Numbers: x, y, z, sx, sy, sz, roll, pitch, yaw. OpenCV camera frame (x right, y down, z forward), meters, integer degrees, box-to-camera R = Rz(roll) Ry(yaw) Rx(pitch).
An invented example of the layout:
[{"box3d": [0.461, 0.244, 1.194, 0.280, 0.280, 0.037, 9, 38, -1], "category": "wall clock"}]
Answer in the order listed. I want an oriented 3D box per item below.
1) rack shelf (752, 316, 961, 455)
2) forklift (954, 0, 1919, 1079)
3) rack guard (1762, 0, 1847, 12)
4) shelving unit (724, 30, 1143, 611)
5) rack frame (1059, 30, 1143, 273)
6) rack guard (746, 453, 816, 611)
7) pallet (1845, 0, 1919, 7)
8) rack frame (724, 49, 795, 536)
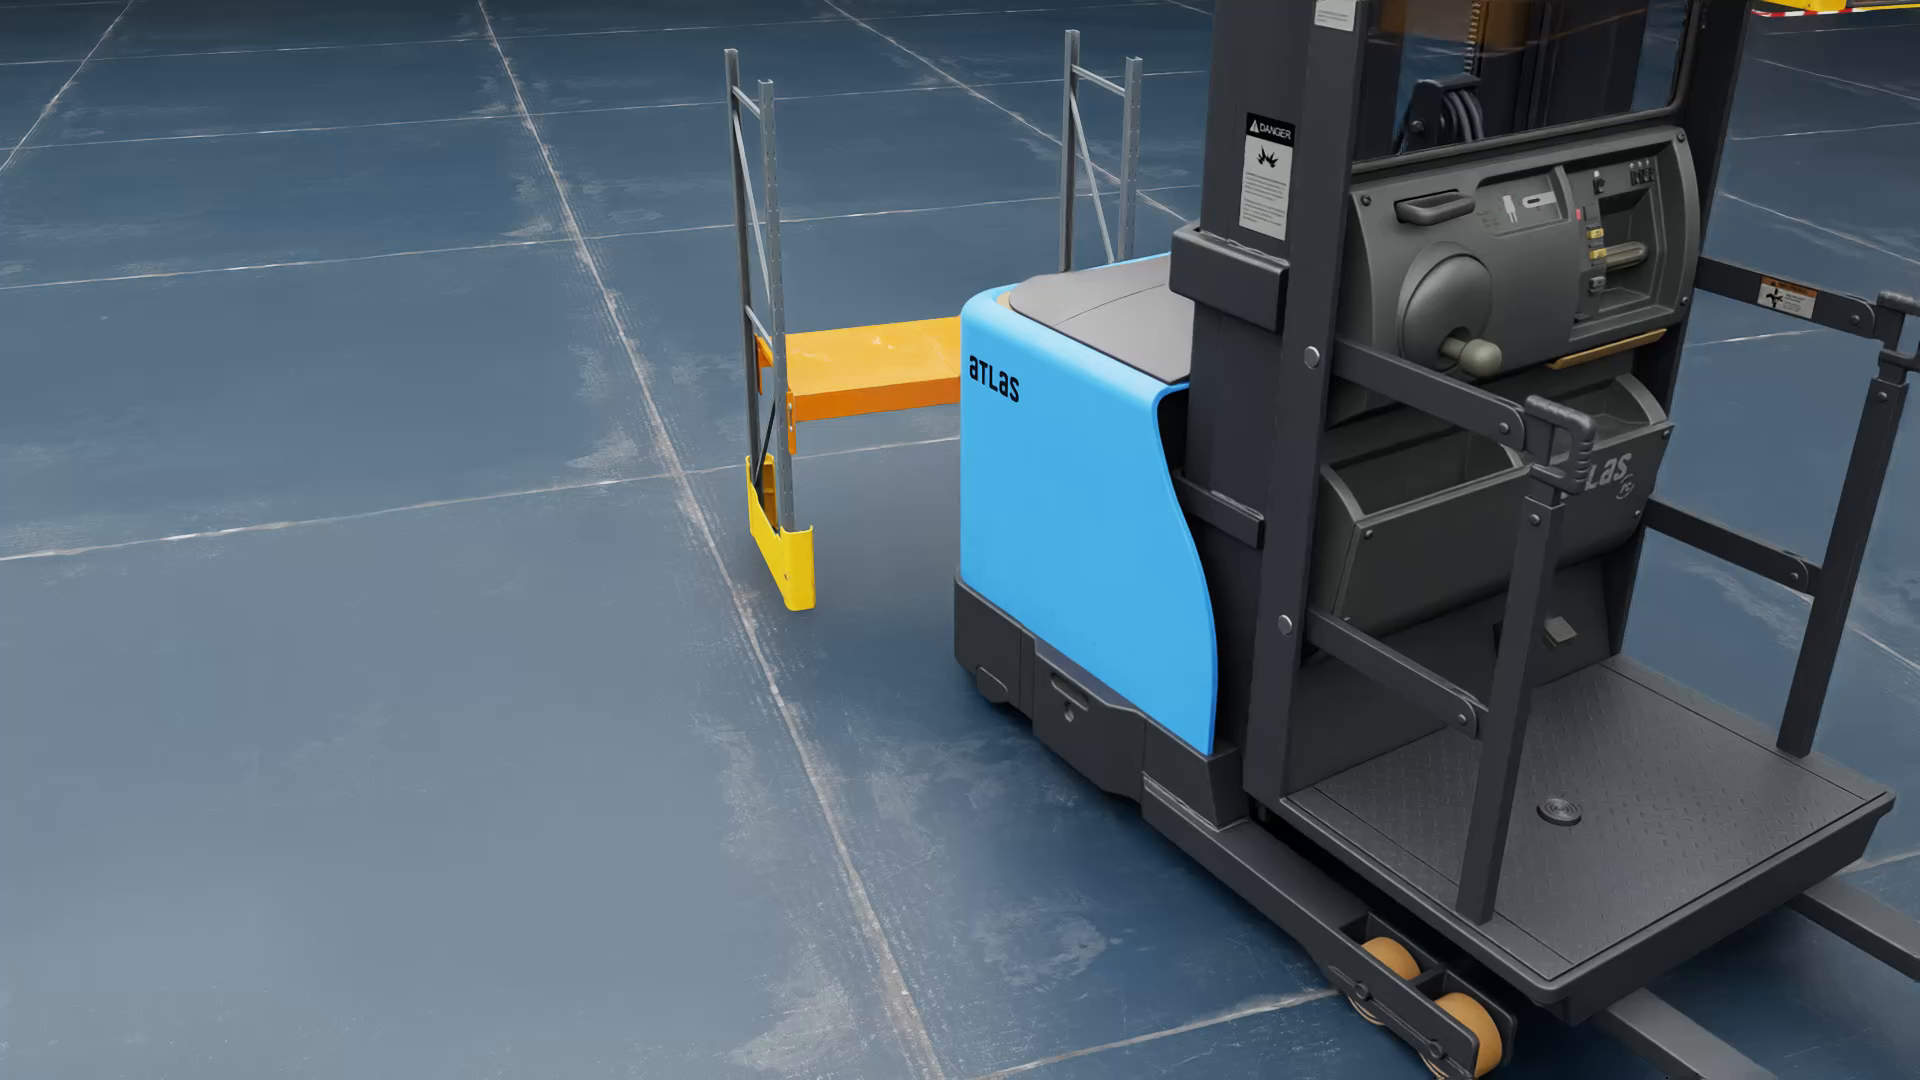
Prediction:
[{"box3d": [-0.081, -0.499, 4.973, 1.000, 0.185, 0.538, -8, 28, -16], "category": "rack shelf"}, {"box3d": [1.211, -0.520, 3.001, 1.130, 2.935, 3.031, -16, 31, -29], "category": "forklift"}, {"box3d": [7.487, -5.122, 15.004, 0.348, 0.500, 1.175, -8, 28, -16], "category": "rack guard"}, {"box3d": [-0.072, -0.661, 4.895, 1.083, 1.500, 0.587, -8, 28, -16], "category": "shelving unit"}, {"box3d": [0.402, -0.730, 5.034, 0.032, 1.500, 0.500, -8, 28, -16], "category": "rack frame"}, {"box3d": [-0.546, -0.033, 5.035, 0.087, 0.250, 0.587, -8, 28, -16], "category": "rack guard"}, {"box3d": [8.224, -5.119, 15.323, 1.213, 0.211, 1.003, -8, 28, -16], "category": "pallet"}, {"box3d": [-0.564, -0.590, 4.752, 0.032, 1.500, 0.500, -8, 28, -16], "category": "rack frame"}]
